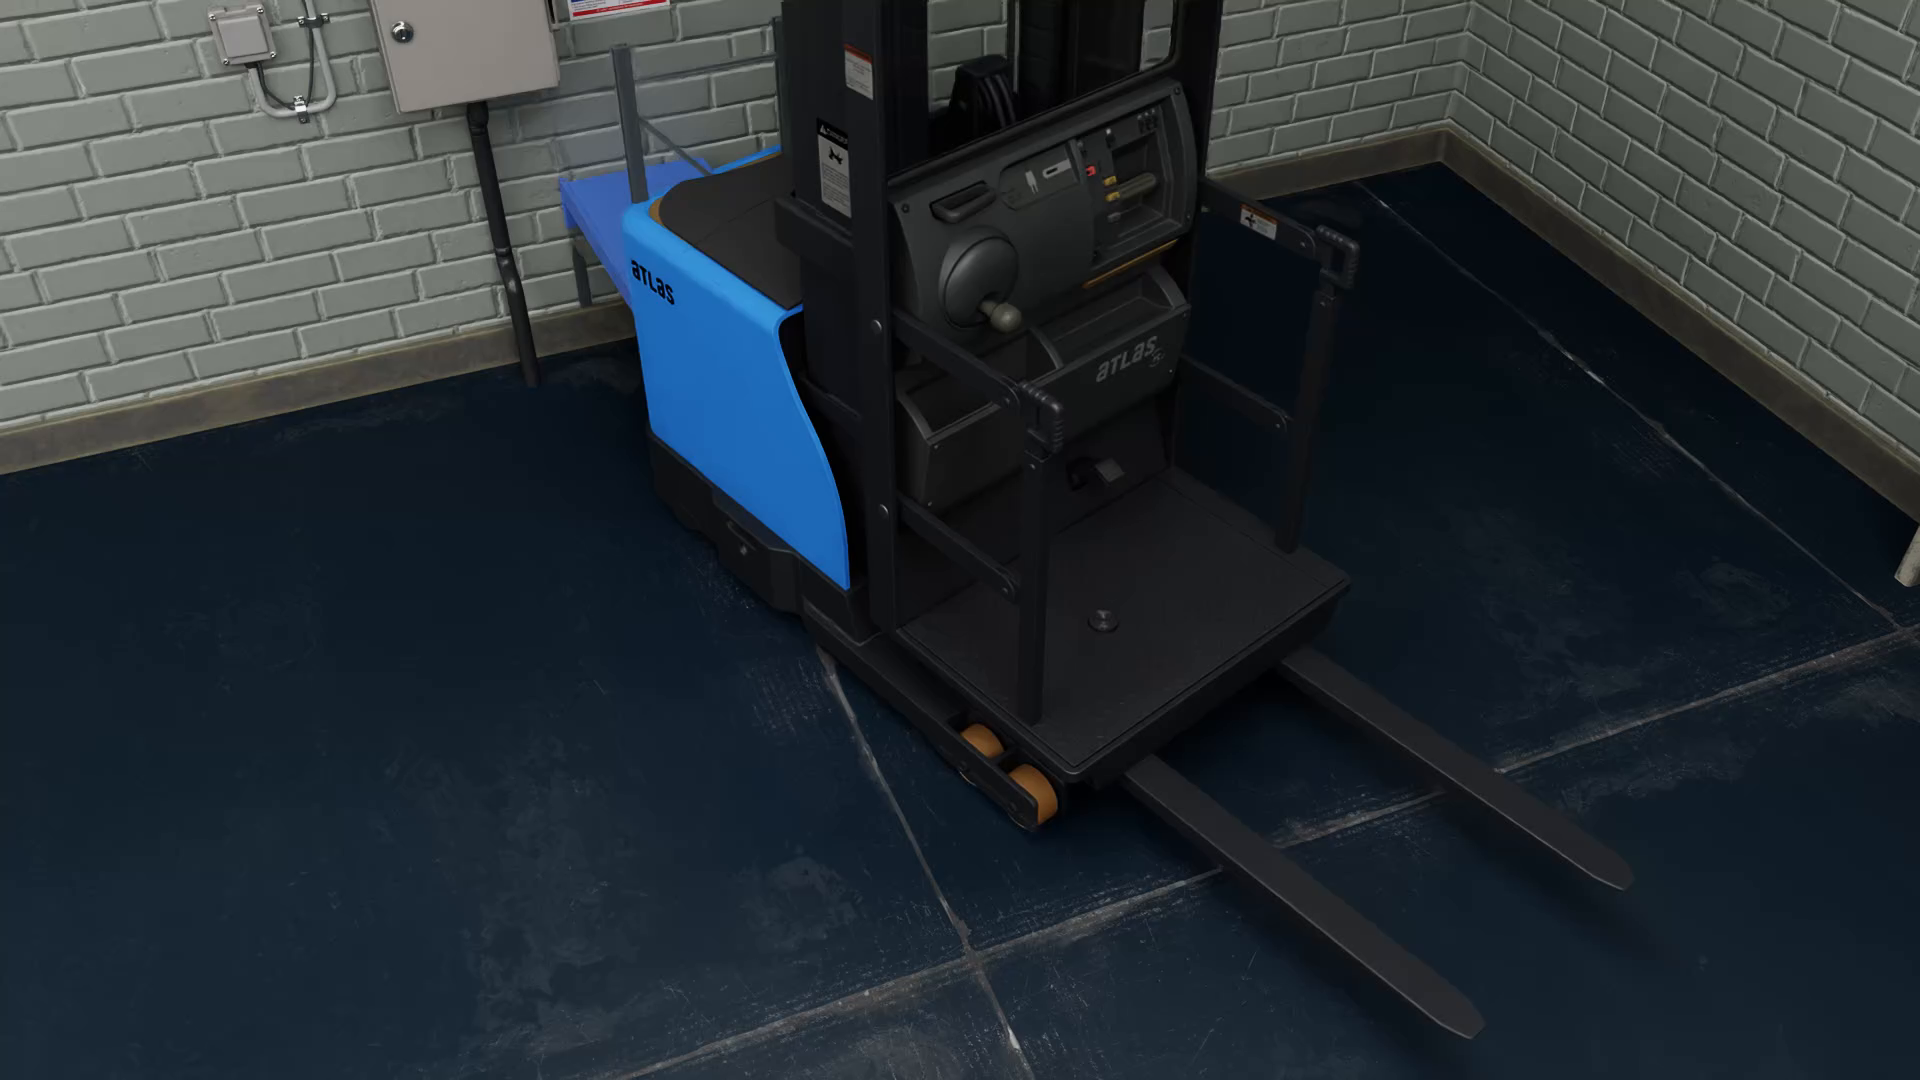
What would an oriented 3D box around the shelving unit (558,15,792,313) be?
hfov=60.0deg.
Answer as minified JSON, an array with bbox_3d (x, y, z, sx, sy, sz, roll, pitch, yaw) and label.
[{"bbox_3d":[-0.924,-1.089,5.346,0.538,1.500,1.048,-17,42,-20],"label":"shelving unit"}]

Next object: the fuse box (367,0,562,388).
[{"bbox_3d":[-1.477,-1.195,5.327,0.539,1.711,0.414,-15,43,-17],"label":"fuse box"}]

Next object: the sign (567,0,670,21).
[{"bbox_3d":[-1.100,-1.896,5.227,0.329,0.494,0.001,-15,43,-17],"label":"sign"}]

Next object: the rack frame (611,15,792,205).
[{"bbox_3d":[-0.704,-0.799,4.991,0.500,1.500,0.032,-17,42,-20],"label":"rack frame"}]

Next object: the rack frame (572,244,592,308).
[{"bbox_3d":[-1.144,-1.378,5.702,0.500,1.500,0.032,-17,42,-20],"label":"rack frame"}]

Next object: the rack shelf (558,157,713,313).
[{"bbox_3d":[-0.924,-0.949,5.460,0.538,0.185,1.000,-17,42,-20],"label":"rack shelf"}]

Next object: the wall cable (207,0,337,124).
[{"bbox_3d":[-2.168,-1.994,4.488,0.588,1.984,0.122,-15,43,-17],"label":"wall cable"}]

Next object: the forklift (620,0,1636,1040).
[{"bbox_3d":[0.367,-0.733,3.854,1.130,2.935,3.031,-30,49,-30],"label":"forklift"}]
